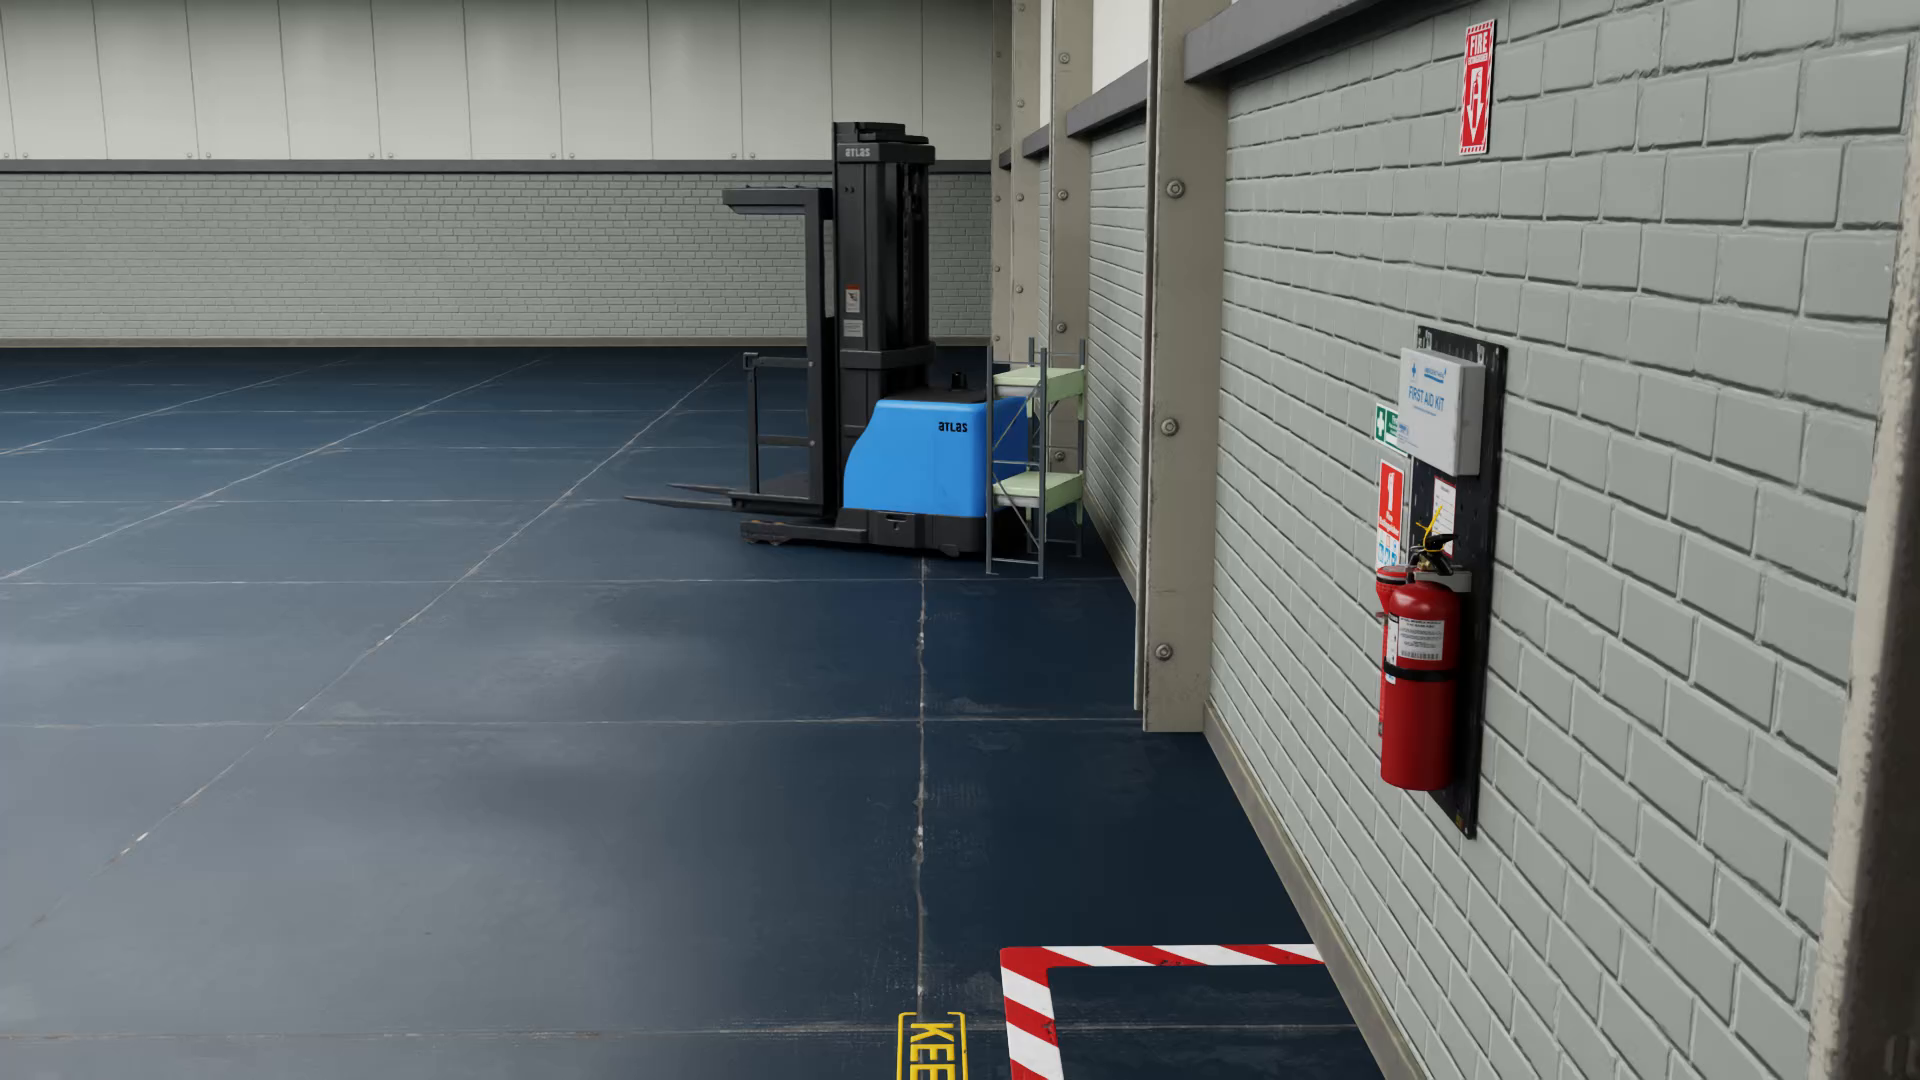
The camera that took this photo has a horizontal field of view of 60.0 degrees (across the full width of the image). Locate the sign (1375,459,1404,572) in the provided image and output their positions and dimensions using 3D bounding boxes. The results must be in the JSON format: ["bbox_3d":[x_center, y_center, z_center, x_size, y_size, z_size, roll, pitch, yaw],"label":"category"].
[{"bbox_3d":[1.205,-0.049,4.669,0.001,0.329,0.234,0,11,-1],"label":"sign"}]

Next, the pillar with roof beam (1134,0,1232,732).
[{"bbox_3d":[-3.302,-3.545,6.901,9.100,9.000,0.400,0,11,-1],"label":"pillar with roof beam"}]

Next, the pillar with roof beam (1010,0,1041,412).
[{"bbox_3d":[-3.550,-5.931,18.659,9.100,9.000,0.400,0,11,-1],"label":"pillar with roof beam"}]

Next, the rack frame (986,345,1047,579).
[{"bbox_3d":[0.362,-0.496,10.733,0.400,1.500,0.023,5,12,23],"label":"rack frame"}]

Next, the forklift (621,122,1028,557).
[{"bbox_3d":[-1.033,-1.488,12.023,3.031,2.935,1.130,5,12,22],"label":"forklift"}]

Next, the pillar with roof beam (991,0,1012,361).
[{"bbox_3d":[-3.674,-7.123,24.538,9.100,9.000,0.400,0,11,-1],"label":"pillar with roof beam"}]

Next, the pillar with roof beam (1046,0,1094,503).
[{"bbox_3d":[-3.426,-4.738,12.780,9.100,9.000,0.400,0,11,-1],"label":"pillar with roof beam"}]

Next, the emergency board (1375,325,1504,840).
[{"bbox_3d":[1.113,0.078,4.128,0.194,1.169,0.643,0,11,-1],"label":"emergency board"}]

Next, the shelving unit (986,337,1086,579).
[{"bbox_3d":[0.508,-0.563,11.062,0.431,1.500,0.755,5,12,23],"label":"shelving unit"}]

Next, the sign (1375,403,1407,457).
[{"bbox_3d":[1.196,-0.308,4.611,0.001,0.109,0.331,0,11,-1],"label":"sign"}]

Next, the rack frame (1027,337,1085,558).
[{"bbox_3d":[0.654,-0.630,11.390,0.400,1.500,0.023,5,12,23],"label":"rack frame"}]

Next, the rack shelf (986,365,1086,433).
[{"bbox_3d":[0.508,-0.945,10.984,0.431,0.370,0.720,5,12,23],"label":"rack shelf"}]

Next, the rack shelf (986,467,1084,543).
[{"bbox_3d":[0.508,-0.243,11.127,0.431,0.370,0.720,5,12,23],"label":"rack shelf"}]

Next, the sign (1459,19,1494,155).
[{"bbox_3d":[1.213,-1.060,3.908,0.001,0.298,0.199,0,11,-1],"label":"sign"}]
